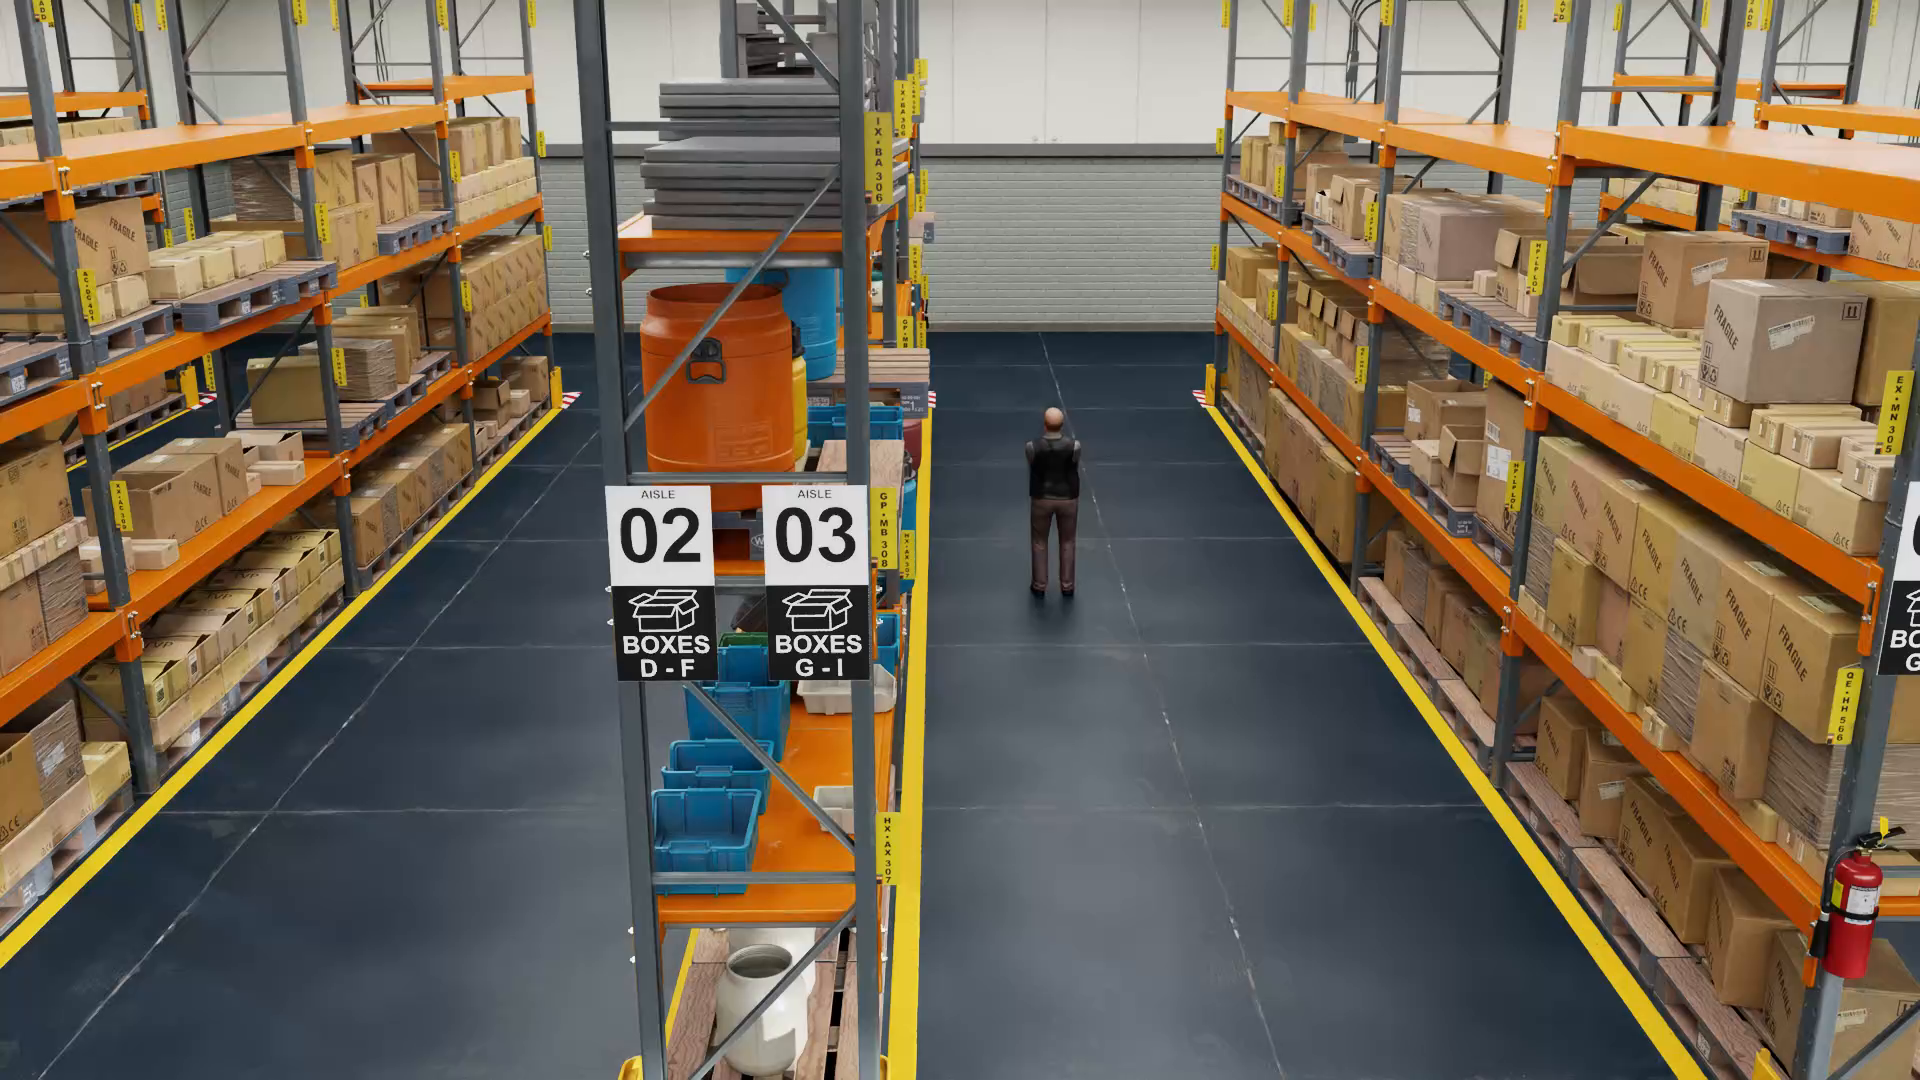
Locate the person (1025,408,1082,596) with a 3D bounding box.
[{"bbox_3d":[0.817,-0.370,14.812,0.494,1.711,0.558,0,17,0],"label":"person"}]
